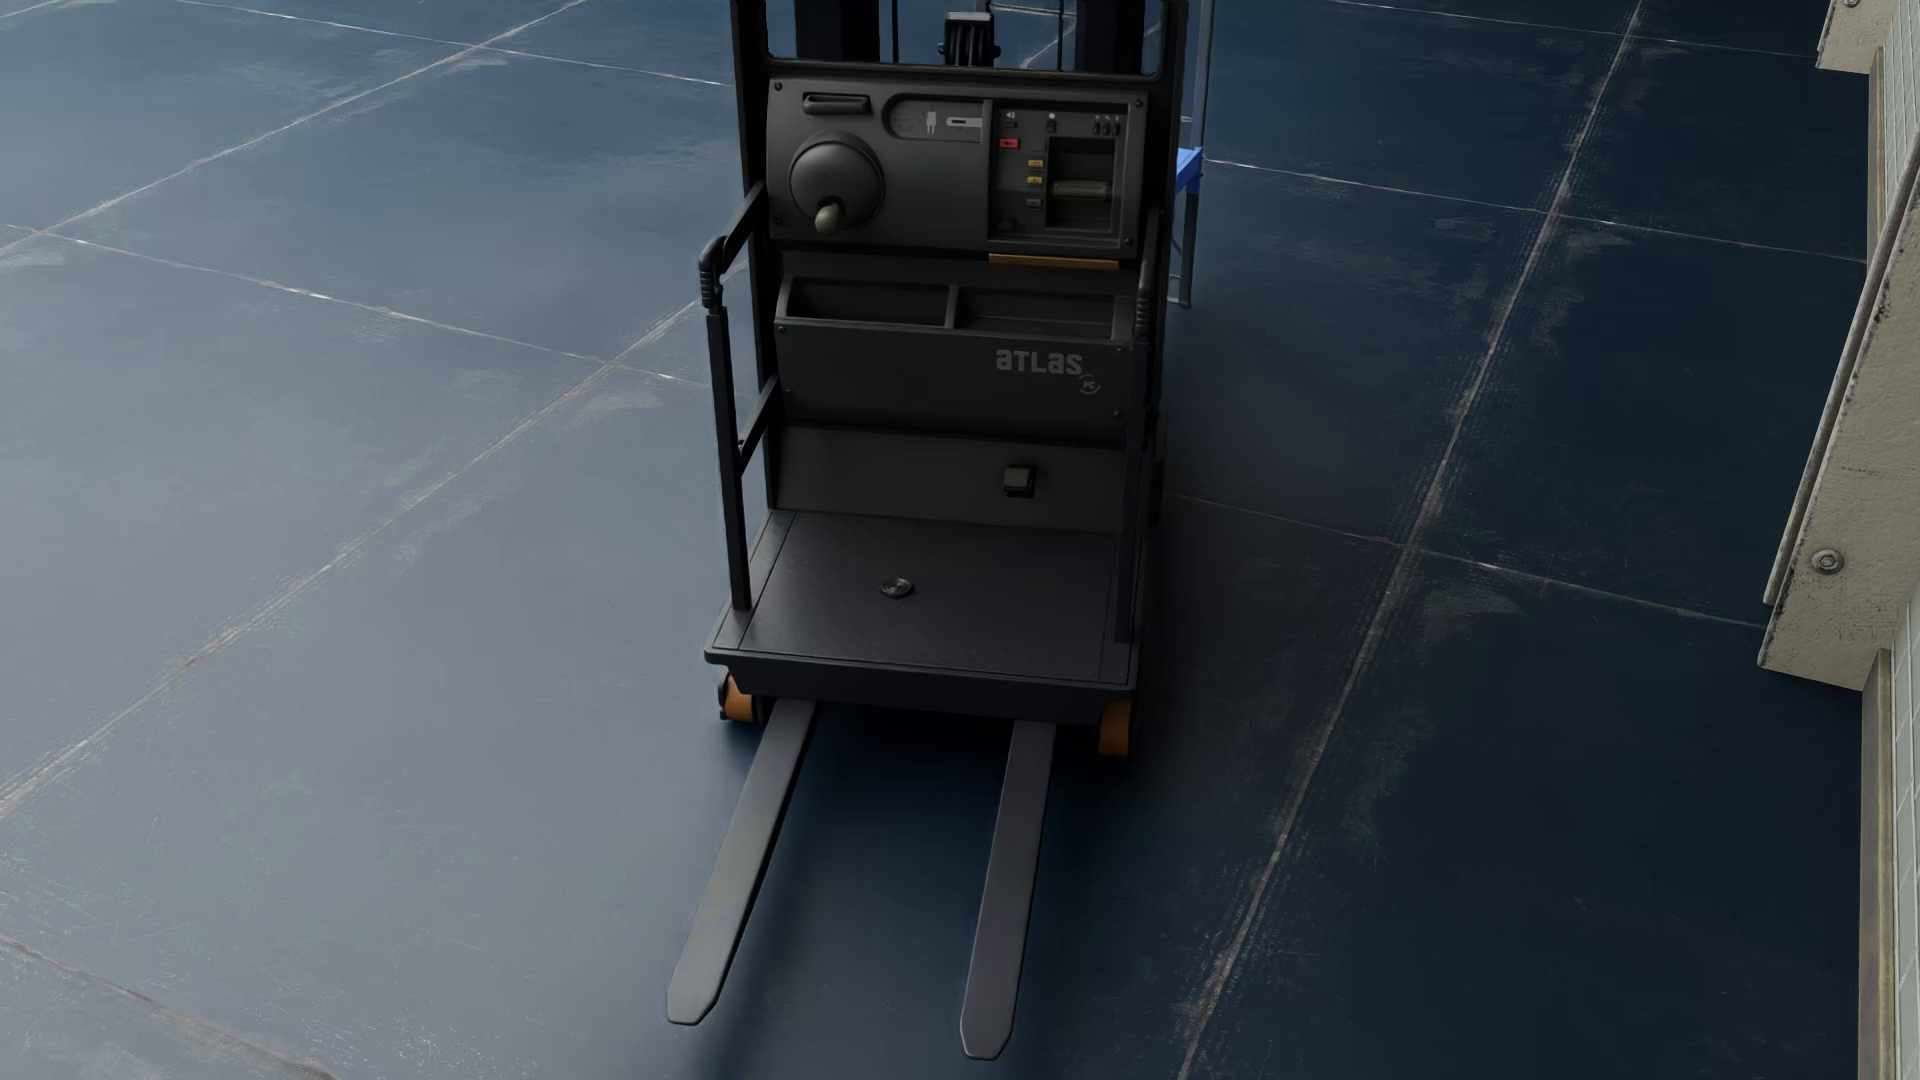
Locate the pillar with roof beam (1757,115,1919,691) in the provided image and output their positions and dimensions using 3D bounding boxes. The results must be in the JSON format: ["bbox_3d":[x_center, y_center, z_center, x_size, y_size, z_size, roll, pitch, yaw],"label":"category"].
[{"bbox_3d":[-1.431,-4.457,3.841,9.100,9.000,0.400,14,36,20],"label":"pillar with roof beam"}]

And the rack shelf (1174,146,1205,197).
[{"bbox_3d":[0.487,-1.228,6.083,0.538,0.185,1.000,14,36,20],"label":"rack shelf"}]

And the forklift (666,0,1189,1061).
[{"bbox_3d":[-0.042,-0.862,3.891,1.130,2.935,3.031,5,34,7],"label":"forklift"}]

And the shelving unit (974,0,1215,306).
[{"bbox_3d":[0.487,-1.378,5.984,0.538,1.500,1.048,14,36,20],"label":"shelving unit"}]

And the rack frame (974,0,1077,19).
[{"bbox_3d":[0.279,-1.124,5.596,0.500,1.500,0.032,14,36,20],"label":"rack frame"}]

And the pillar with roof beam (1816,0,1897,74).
[{"bbox_3d":[1.079,-7.445,8.398,9.100,9.000,0.400,14,36,20],"label":"pillar with roof beam"}]

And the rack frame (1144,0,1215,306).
[{"bbox_3d":[0.695,-1.633,6.372,0.500,1.500,0.032,14,36,20],"label":"rack frame"}]
